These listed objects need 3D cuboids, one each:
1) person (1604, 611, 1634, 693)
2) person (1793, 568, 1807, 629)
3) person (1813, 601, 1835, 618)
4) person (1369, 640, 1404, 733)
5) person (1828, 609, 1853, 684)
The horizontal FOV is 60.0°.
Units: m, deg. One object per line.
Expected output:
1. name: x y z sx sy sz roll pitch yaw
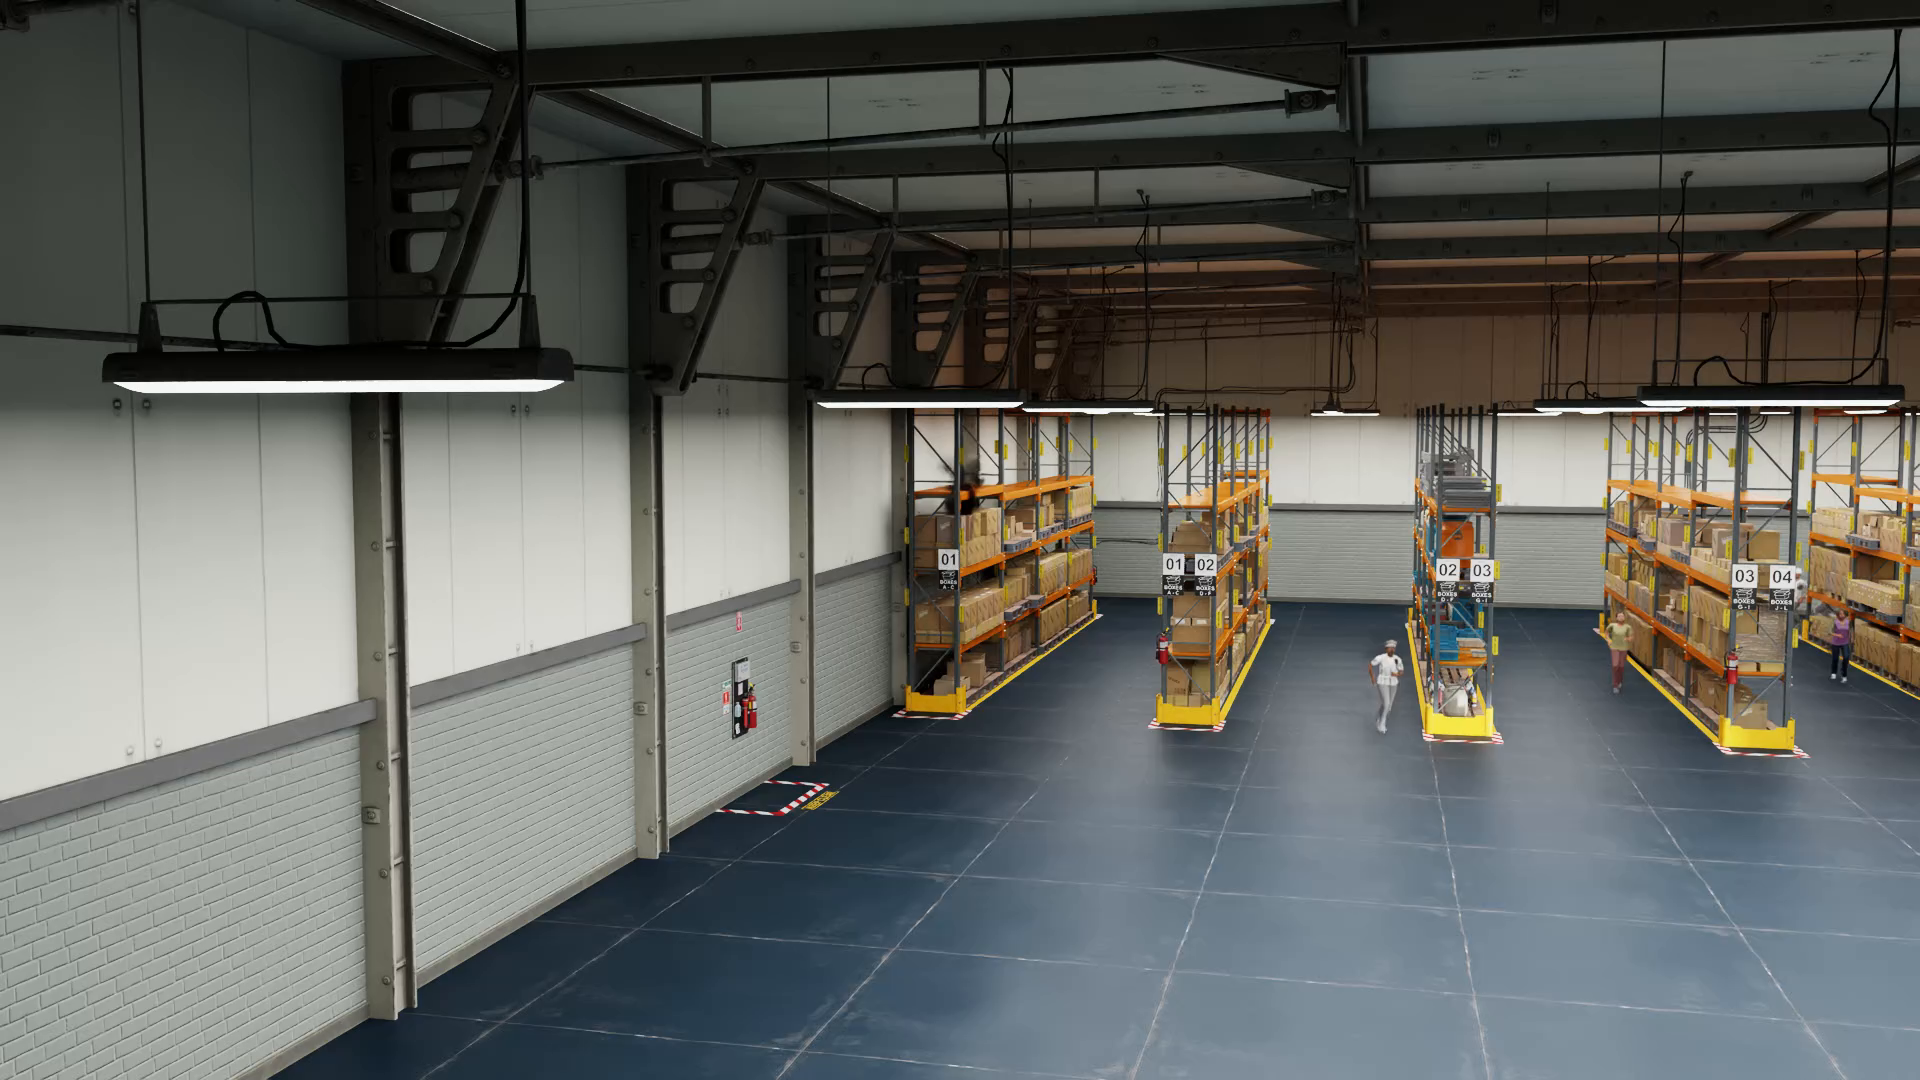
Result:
1. person: 13.887 2.349 35.023 0.572 1.724 0.652 1 4 14
2. person: 22.198 1.616 44.301 0.953 1.747 0.727 0 4 -6
3. person: 23.108 1.638 44.417 0.704 1.800 0.751 -3 5 -38
4. person: 7.843 2.675 30.466 0.556 1.694 0.635 -1 4 -10
5. person: 19.118 2.316 36.095 0.554 1.638 0.709 1 4 15
